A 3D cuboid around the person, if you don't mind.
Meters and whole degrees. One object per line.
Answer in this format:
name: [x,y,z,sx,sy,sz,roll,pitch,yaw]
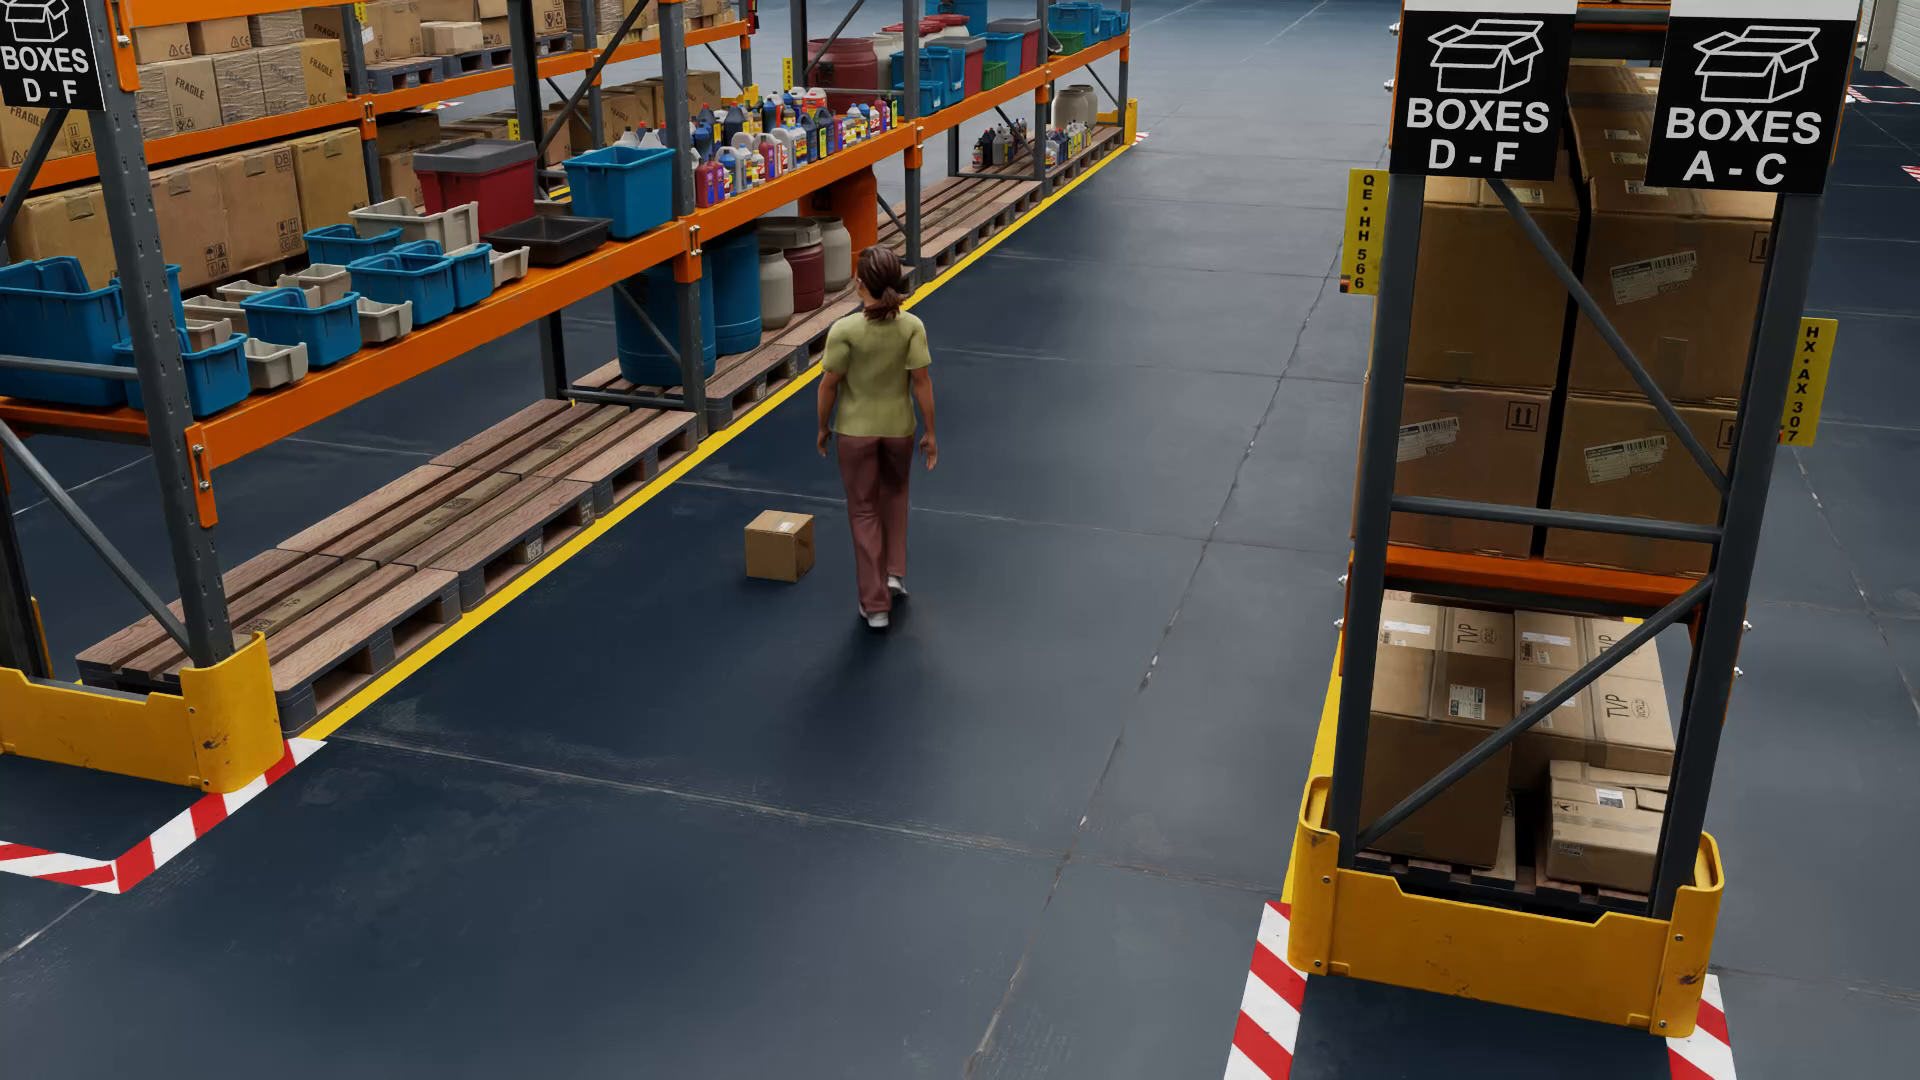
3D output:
person: [-0.374,-0.445,7.186,0.492,1.692,0.487,-7,23,-16]
